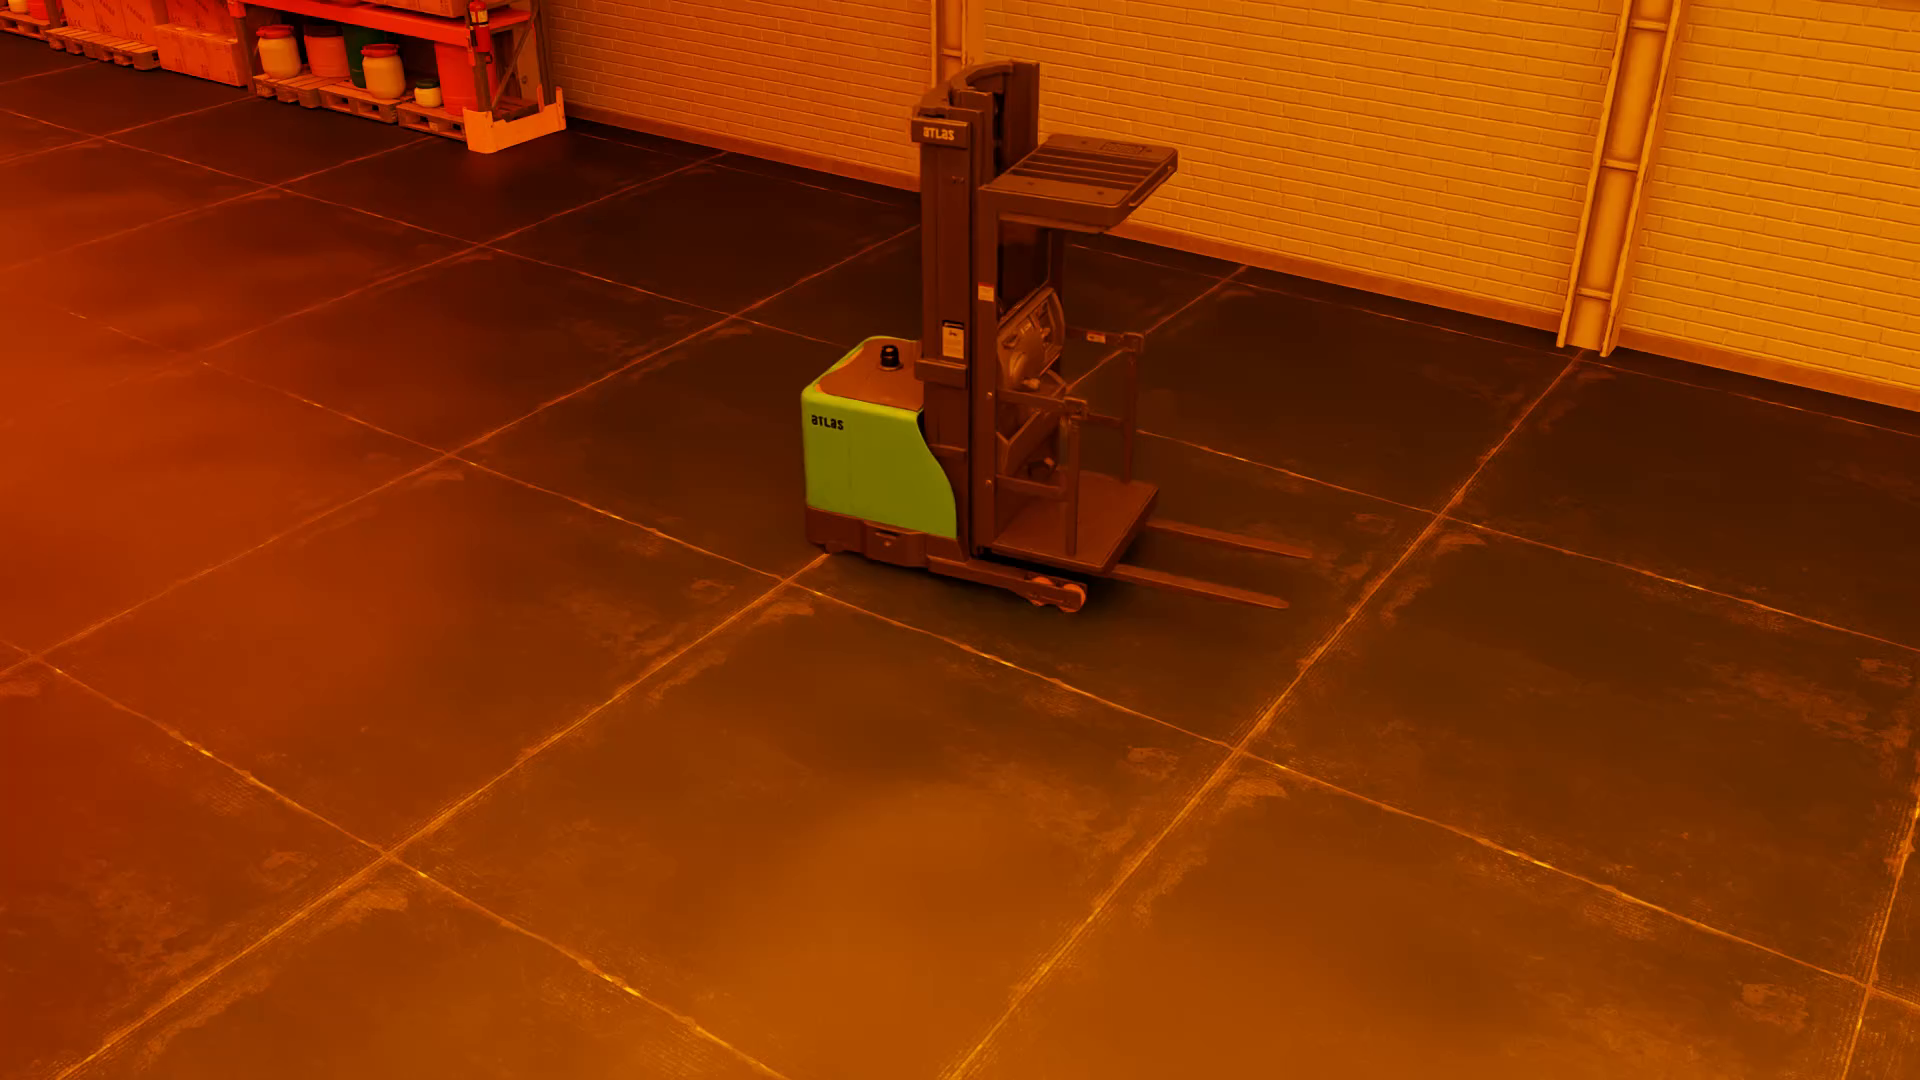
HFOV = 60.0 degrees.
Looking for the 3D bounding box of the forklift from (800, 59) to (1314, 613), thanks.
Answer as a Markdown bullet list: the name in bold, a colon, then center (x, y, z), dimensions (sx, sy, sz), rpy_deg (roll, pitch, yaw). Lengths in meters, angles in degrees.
- **forklift**: center (0.594, -1.146, 9.554), dimensions (3.031, 2.935, 1.130), rpy_deg (12, 32, 20)
